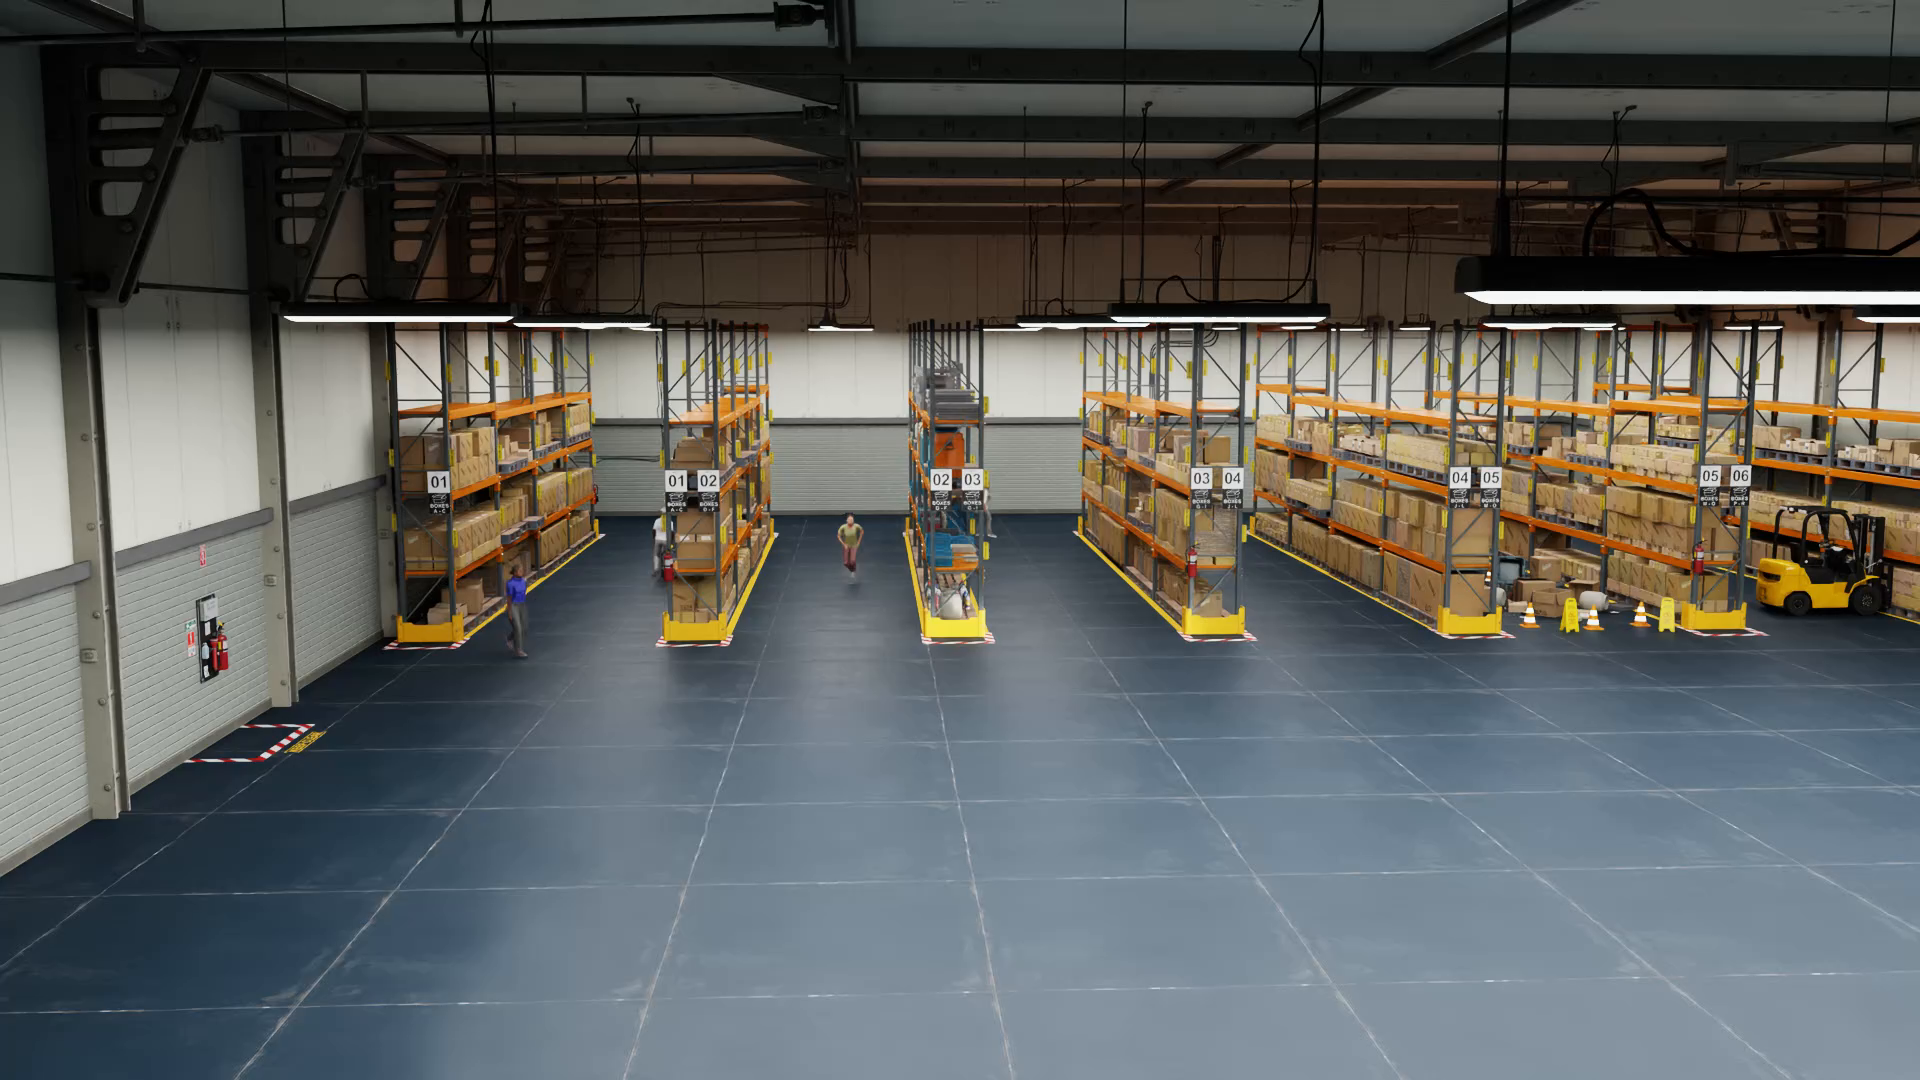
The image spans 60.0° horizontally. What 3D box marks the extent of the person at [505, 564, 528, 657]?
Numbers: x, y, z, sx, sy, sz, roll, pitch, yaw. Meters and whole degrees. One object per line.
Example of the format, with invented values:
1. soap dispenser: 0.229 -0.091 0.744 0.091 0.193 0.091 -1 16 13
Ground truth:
1. person: -7.945 1.244 29.660 0.666 1.622 0.445 5 9 35

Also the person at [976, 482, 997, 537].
1. person: 0.732 -0.874 47.075 0.596 1.605 0.458 -2 7 -17

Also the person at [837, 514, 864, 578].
1. person: -2.506 0.134 38.111 0.575 1.506 0.685 1 7 5

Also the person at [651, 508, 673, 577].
1. person: -7.013 0.076 39.206 0.501 1.645 0.629 0 7 0
